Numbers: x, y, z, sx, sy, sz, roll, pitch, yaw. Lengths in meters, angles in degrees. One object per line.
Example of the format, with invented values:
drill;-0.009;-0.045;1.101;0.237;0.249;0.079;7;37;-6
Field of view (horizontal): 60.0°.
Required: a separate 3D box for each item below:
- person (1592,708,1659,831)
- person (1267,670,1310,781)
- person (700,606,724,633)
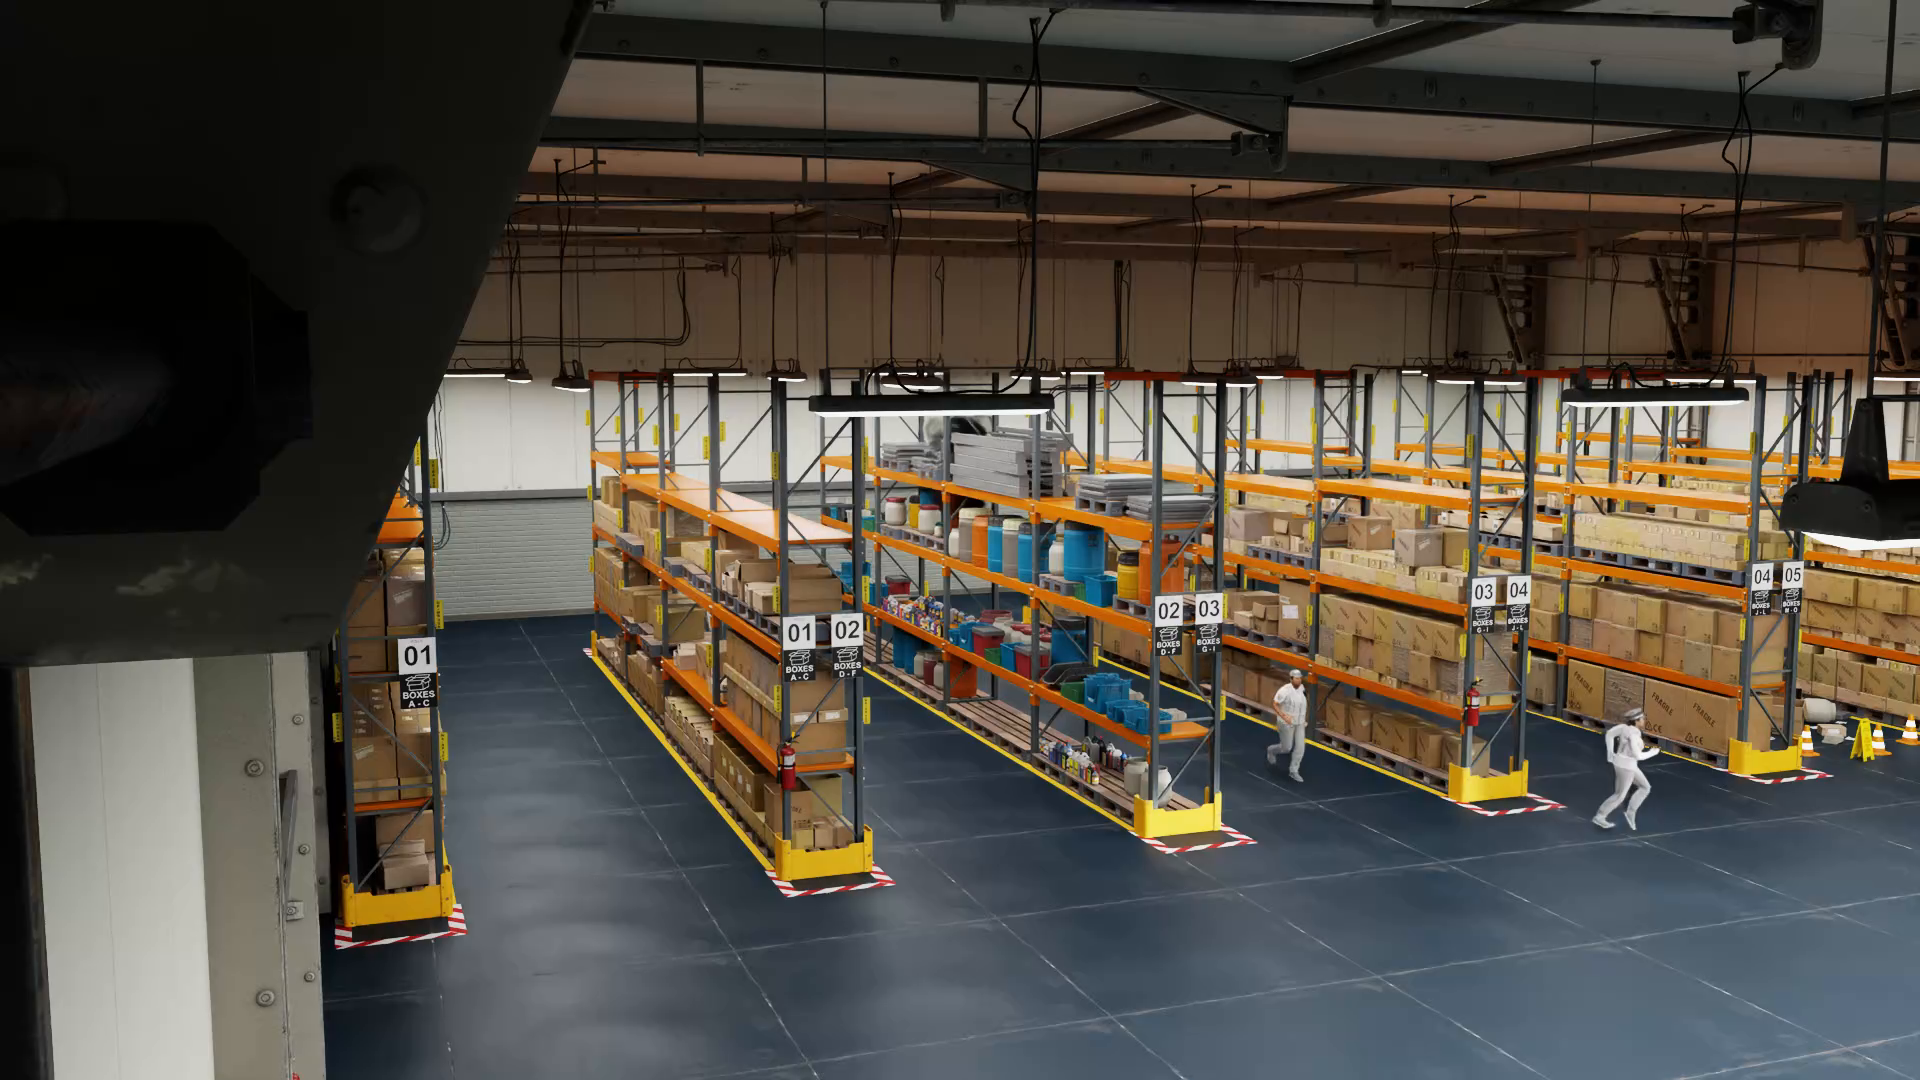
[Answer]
person;8.842;3.036;22.053;0.761;1.670;0.642;1;6;10
person;4.963;2.749;25.014;0.630;1.651;0.746;-4;7;-29
person;-5.155;1.601;34.727;0.659;1.852;0.737;-3;7;-26
